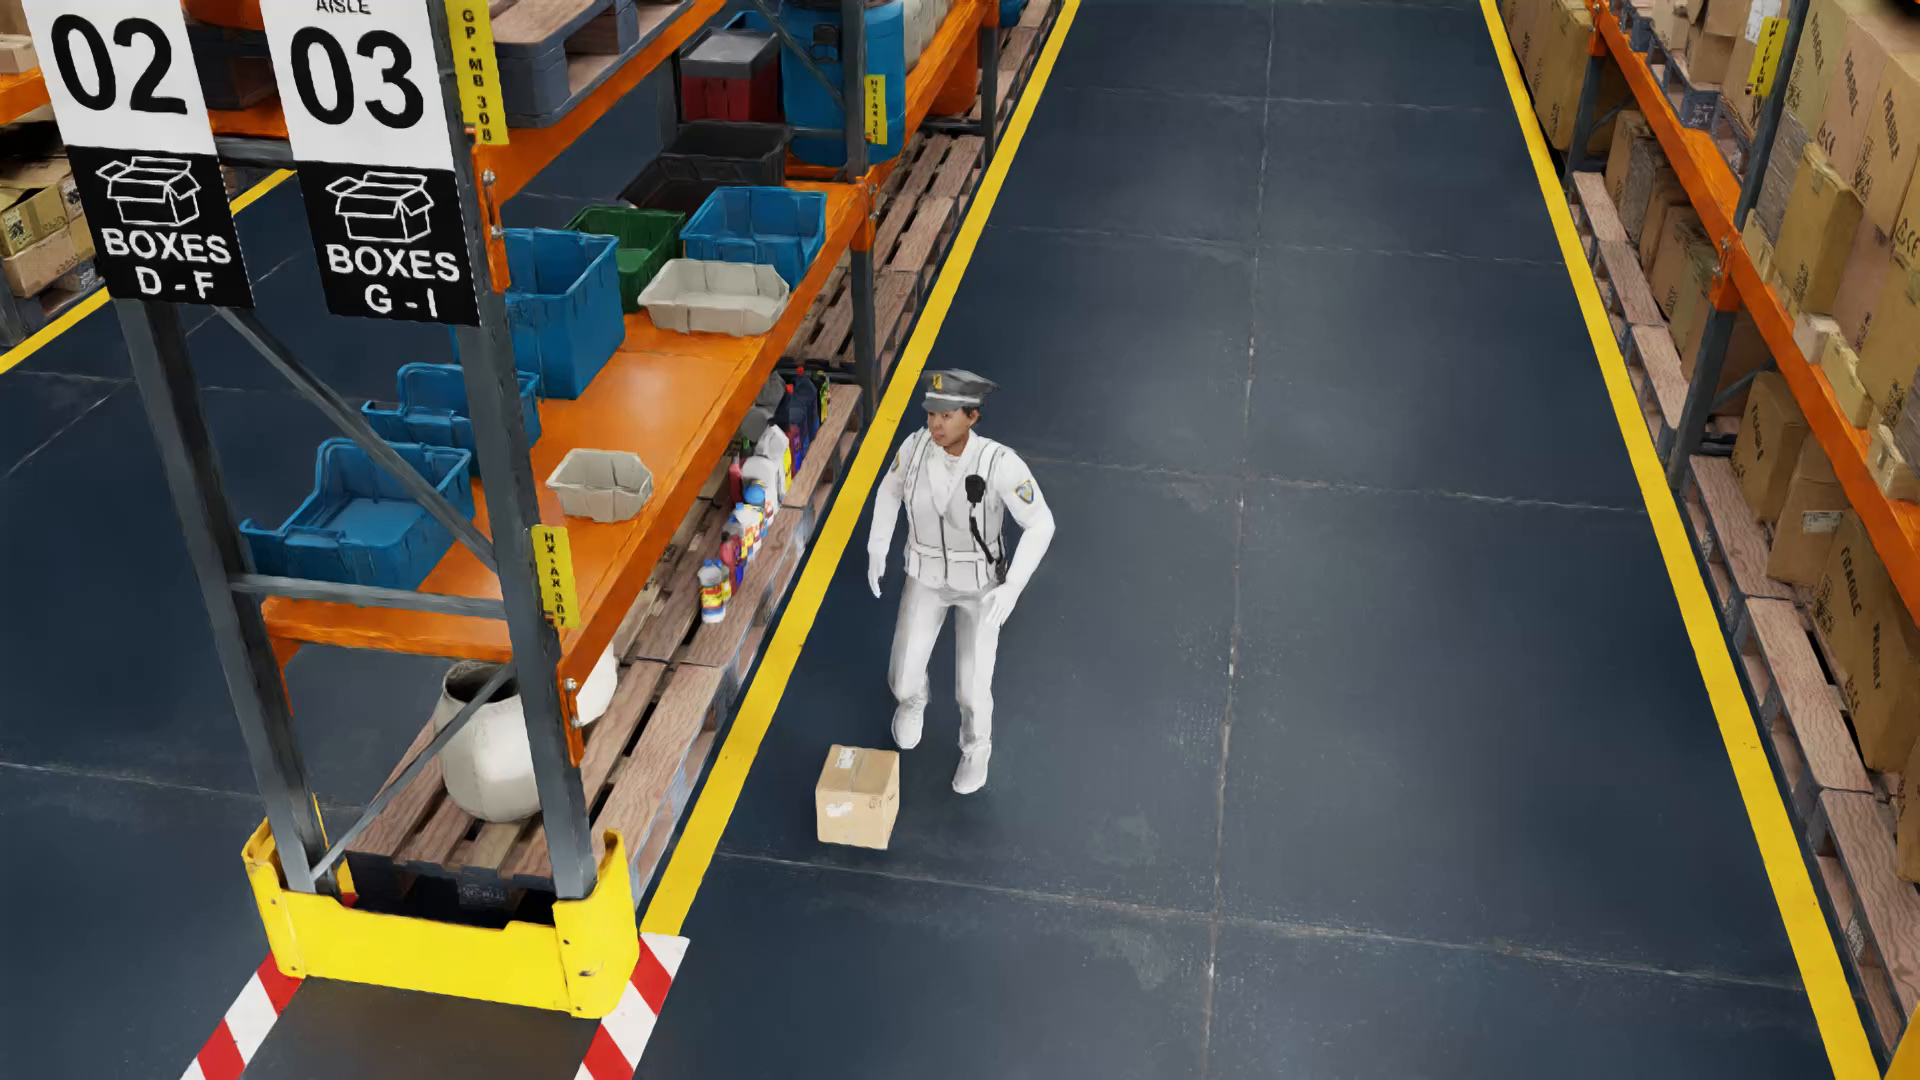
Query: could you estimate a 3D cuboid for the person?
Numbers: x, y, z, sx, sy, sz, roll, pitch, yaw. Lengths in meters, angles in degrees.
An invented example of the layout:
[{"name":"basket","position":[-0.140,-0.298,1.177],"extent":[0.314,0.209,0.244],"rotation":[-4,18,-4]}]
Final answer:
[{"name":"person","position":[-0.015,0.168,5.879],"extent":[0.675,1.668,0.467],"rotation":[8,33,12]}]
